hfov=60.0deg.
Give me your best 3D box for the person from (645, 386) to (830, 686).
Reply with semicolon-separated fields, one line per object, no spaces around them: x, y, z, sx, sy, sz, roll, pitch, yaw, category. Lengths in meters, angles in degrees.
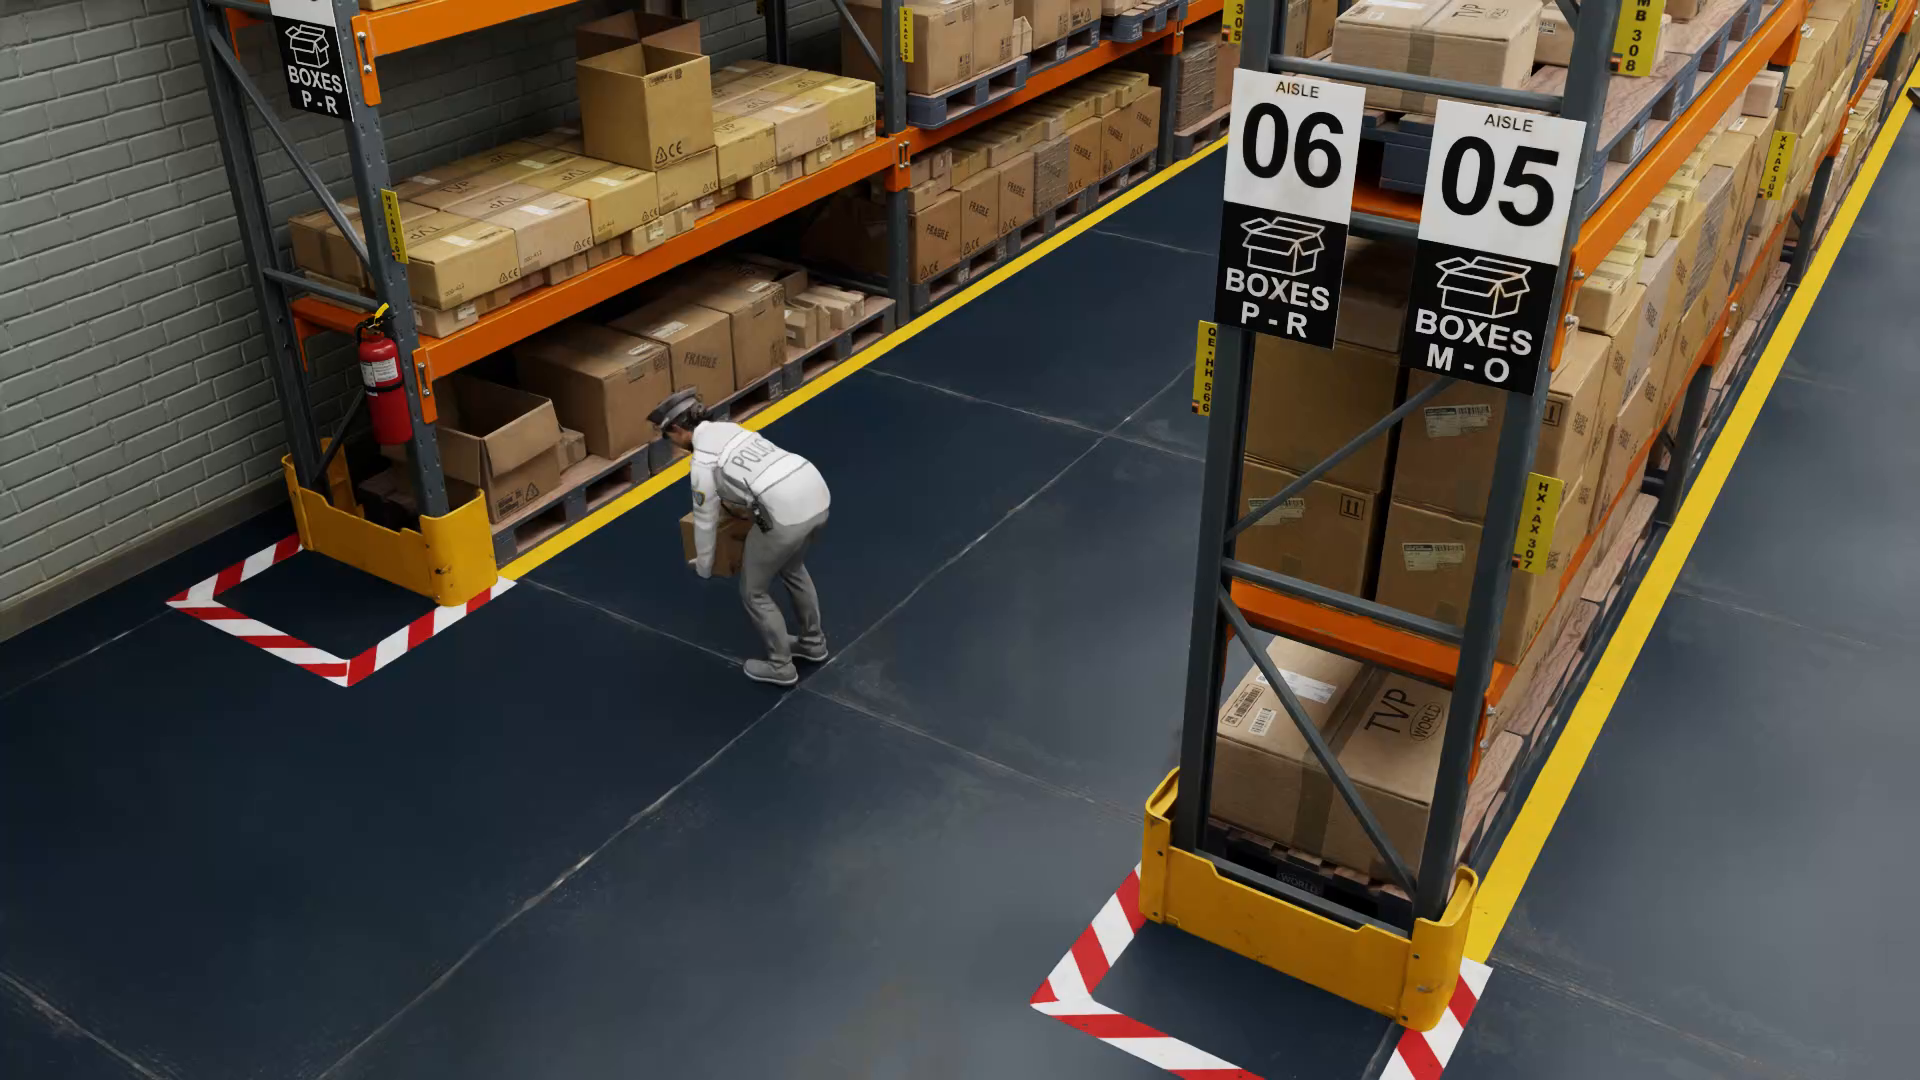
-0.995;-0.029;7.538;0.887;1.306;0.406;17;35;26;person
